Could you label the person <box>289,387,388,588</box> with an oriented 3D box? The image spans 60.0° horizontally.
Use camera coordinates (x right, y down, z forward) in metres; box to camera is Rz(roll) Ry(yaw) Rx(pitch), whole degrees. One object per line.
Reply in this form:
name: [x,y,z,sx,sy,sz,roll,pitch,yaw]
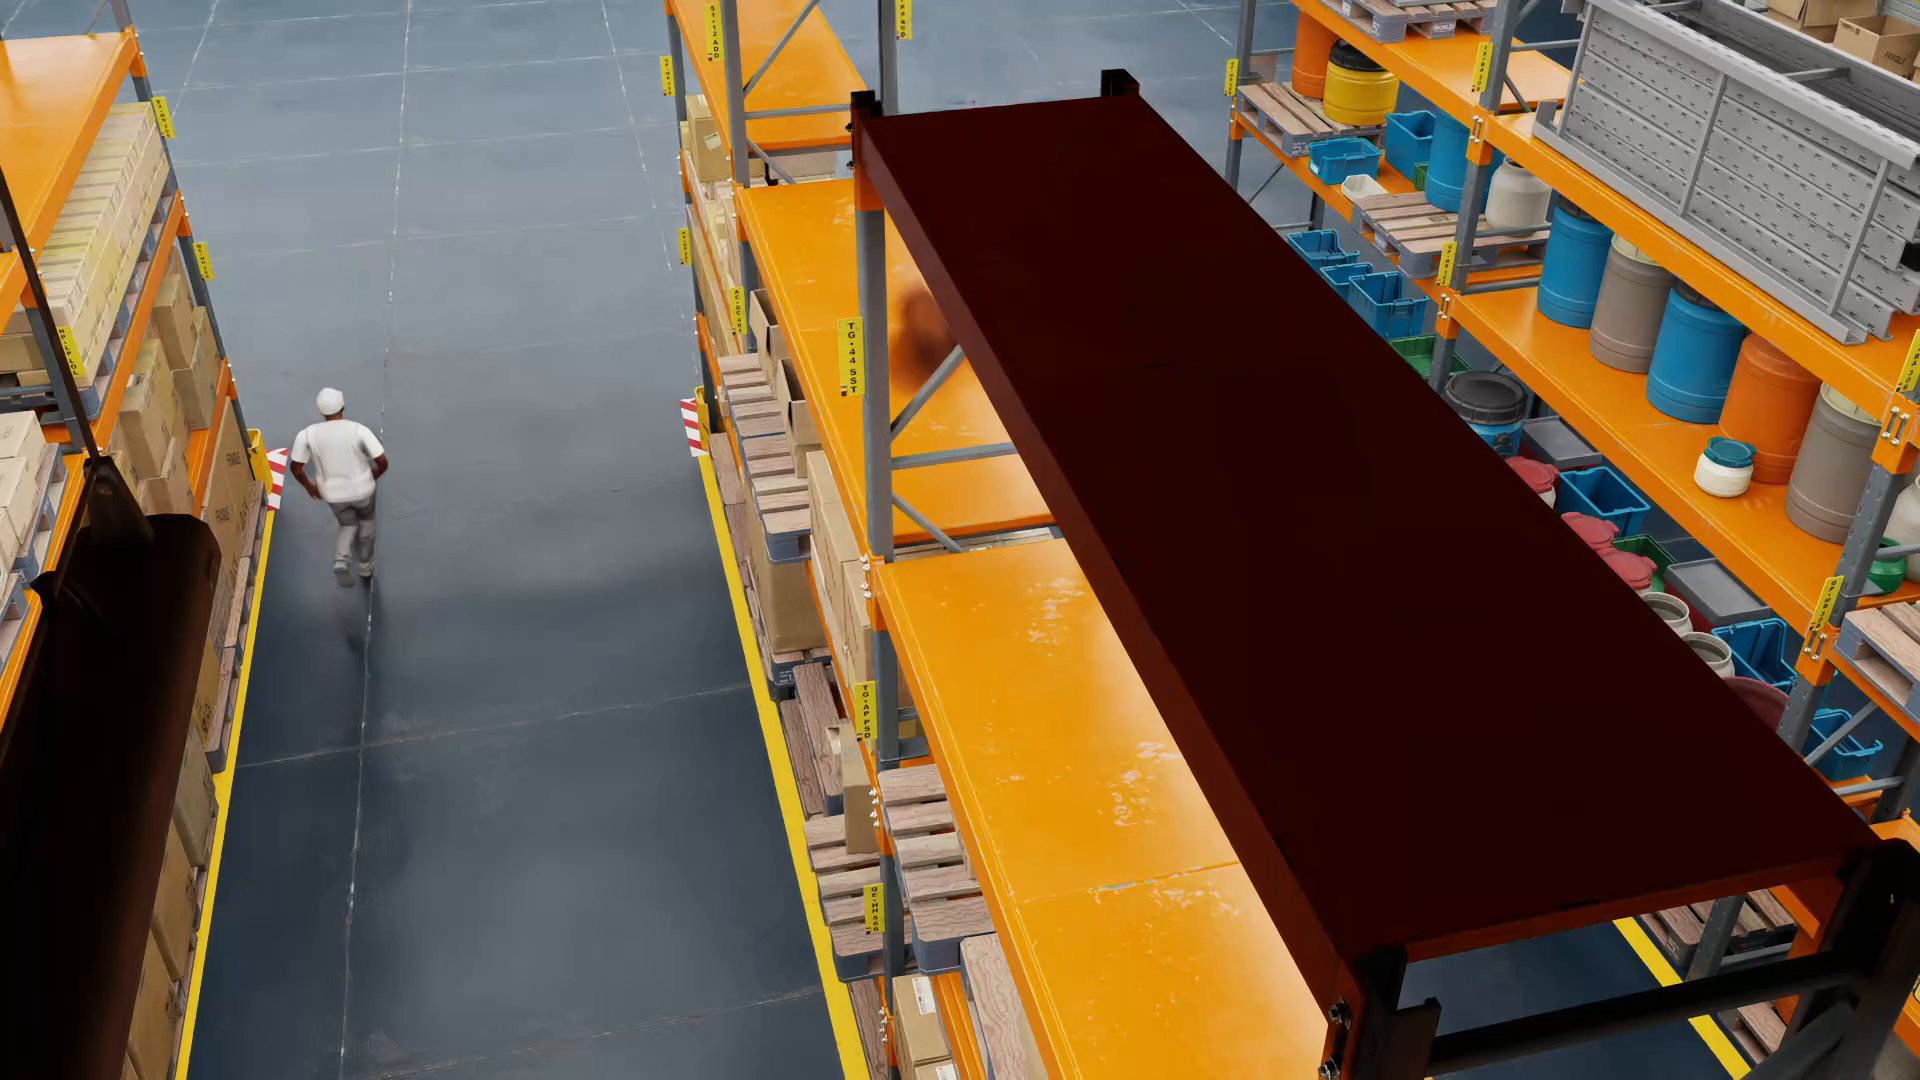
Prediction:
person: [-4.842,-0.348,13.119,0.723,1.723,0.697,-5,35,-7]
